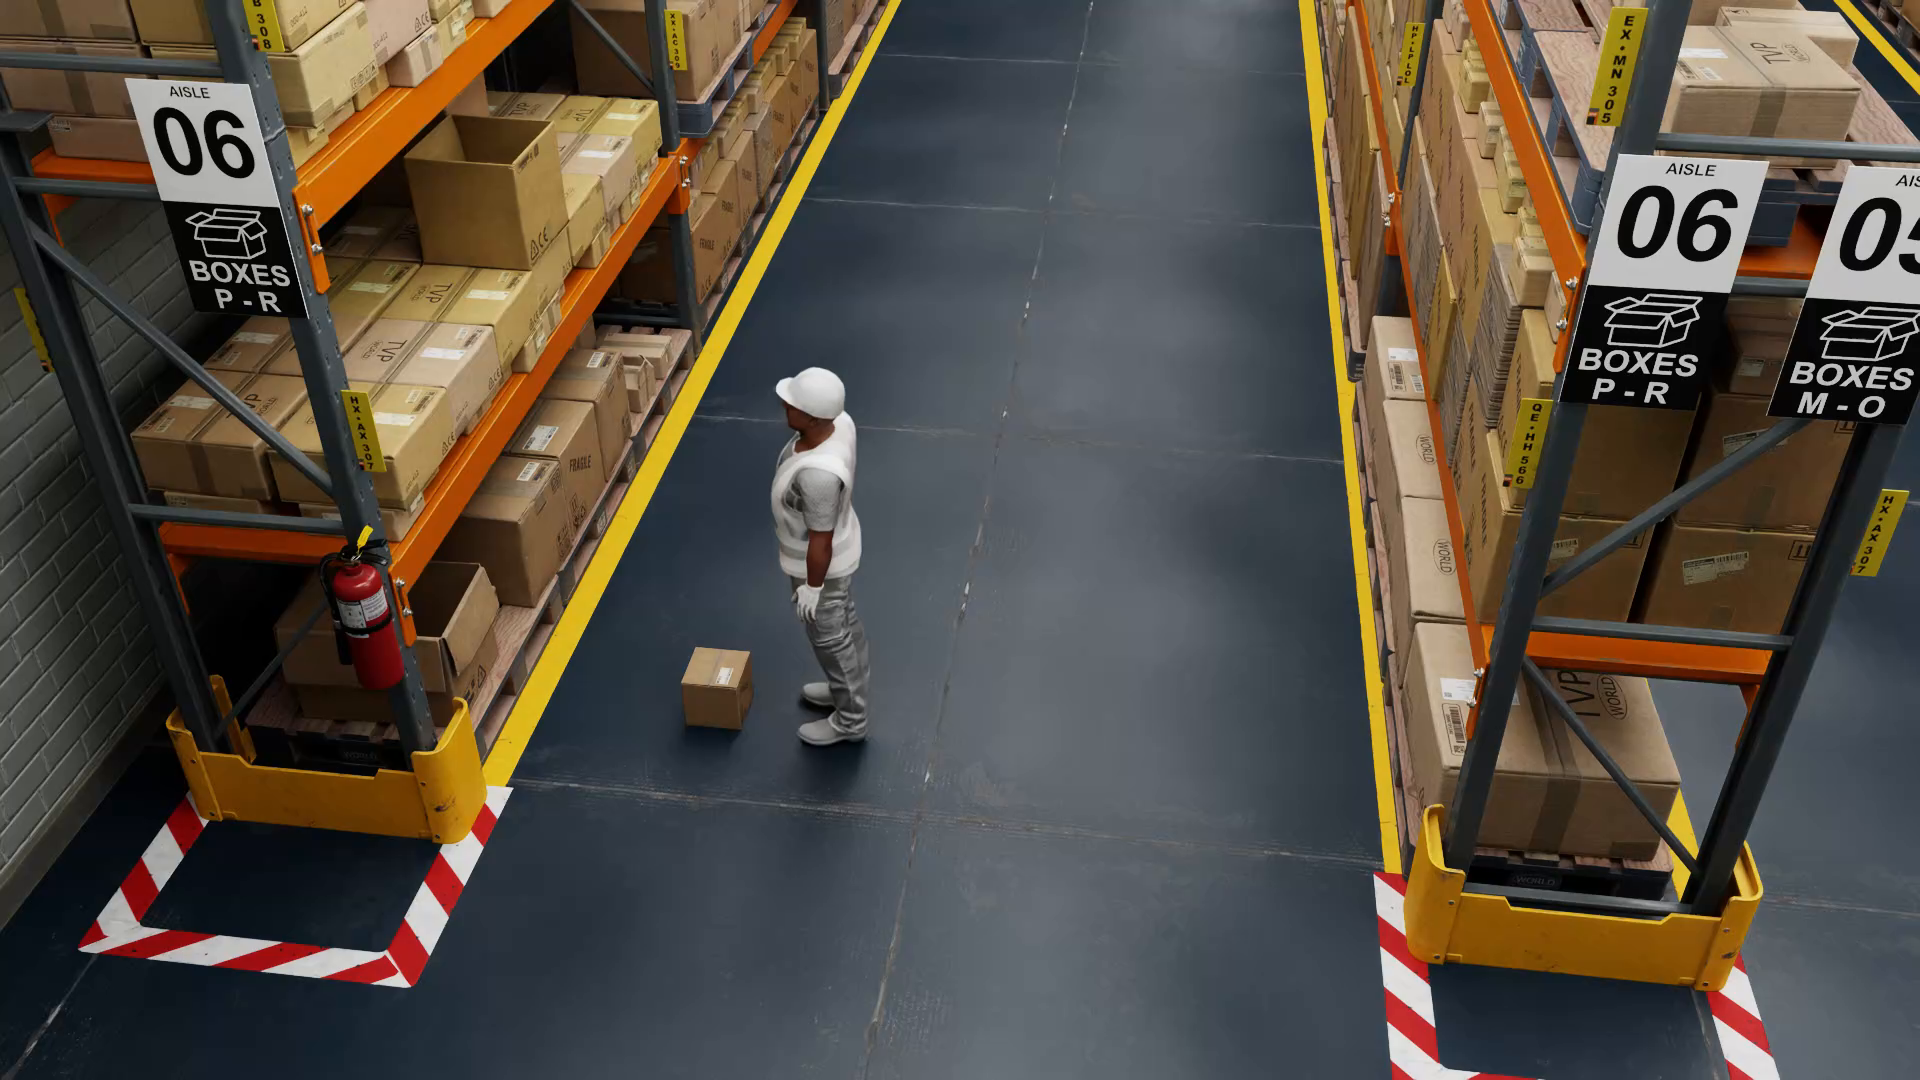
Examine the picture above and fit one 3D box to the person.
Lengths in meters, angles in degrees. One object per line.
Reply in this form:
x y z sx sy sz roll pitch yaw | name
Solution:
-0.575 0.062 6.902 0.357 1.782 0.562 1 36 2 | person
